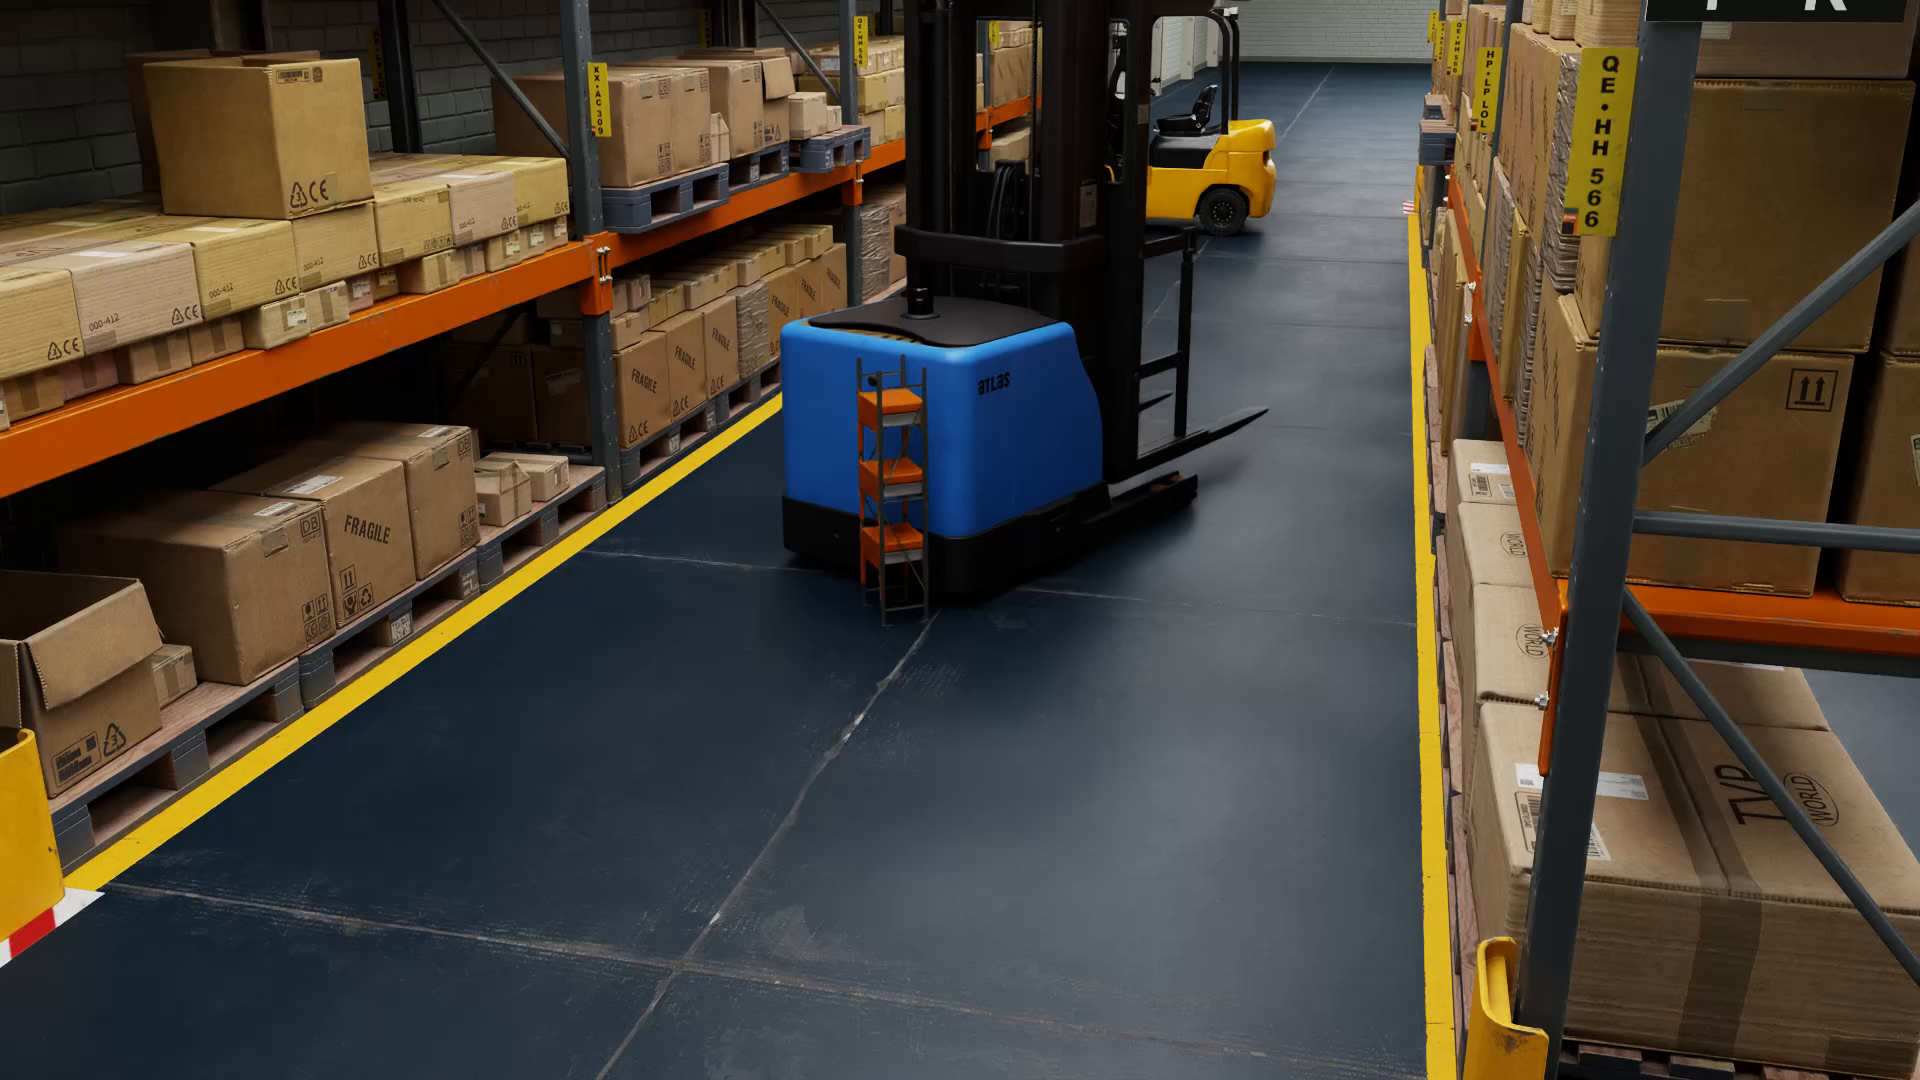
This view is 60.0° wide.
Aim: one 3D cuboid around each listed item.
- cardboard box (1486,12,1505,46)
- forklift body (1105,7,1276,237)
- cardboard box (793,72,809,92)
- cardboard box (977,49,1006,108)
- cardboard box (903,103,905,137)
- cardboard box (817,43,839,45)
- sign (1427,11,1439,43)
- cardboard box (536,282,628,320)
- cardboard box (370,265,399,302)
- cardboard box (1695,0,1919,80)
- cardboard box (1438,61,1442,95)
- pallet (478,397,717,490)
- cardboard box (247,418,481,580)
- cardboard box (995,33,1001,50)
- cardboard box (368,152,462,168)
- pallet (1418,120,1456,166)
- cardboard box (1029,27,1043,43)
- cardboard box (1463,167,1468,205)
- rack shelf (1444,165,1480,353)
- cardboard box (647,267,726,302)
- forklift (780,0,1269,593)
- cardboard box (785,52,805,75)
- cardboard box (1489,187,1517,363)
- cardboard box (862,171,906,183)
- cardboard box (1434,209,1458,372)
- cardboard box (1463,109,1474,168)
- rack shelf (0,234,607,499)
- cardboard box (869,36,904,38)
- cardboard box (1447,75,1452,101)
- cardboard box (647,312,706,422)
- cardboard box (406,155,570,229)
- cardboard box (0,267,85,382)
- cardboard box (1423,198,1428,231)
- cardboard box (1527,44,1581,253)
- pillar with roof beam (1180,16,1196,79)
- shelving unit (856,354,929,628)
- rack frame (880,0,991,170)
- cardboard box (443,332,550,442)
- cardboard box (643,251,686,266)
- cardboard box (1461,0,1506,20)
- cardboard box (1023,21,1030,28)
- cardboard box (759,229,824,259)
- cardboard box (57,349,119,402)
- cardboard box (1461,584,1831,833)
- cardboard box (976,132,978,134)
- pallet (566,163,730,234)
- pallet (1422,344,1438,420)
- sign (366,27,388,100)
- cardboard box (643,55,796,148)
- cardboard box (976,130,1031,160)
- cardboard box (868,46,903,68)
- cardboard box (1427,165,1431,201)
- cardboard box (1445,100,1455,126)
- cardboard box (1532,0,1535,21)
[{"bbox_3d":[2.764,-2.250,7.933,0.500,0.500,0.500,5,20,15],"label":"cardboard box"},{"bbox_3d":[2.060,-4.261,16.836,2.313,2.155,1.214,5,19,13],"label":"forklift body"},{"bbox_3d":[-1.360,-3.222,11.940,0.500,0.250,0.500,5,20,15],"label":"cardboard box"},{"bbox_3d":[0.139,-4.314,15.521,0.500,0.500,0.500,4,19,12],"label":"cardboard box"},{"bbox_3d":[-0.608,-3.262,12.830,0.500,0.250,0.500,4,19,12],"label":"cardboard box"},{"bbox_3d":[-0.961,-3.849,13.158,0.380,0.149,0.250,5,20,15],"label":"cardboard box"},{"bbox_3d":[5.042,-5.463,17.702,0.100,0.325,0.005,5,19,13],"label":"sign"},{"bbox_3d":[-1.891,-1.200,8.314,0.380,0.149,0.250,4,19,12],"label":"cardboard box"},{"bbox_3d":[-2.390,-1.000,6.365,0.380,0.149,0.250,5,19,14],"label":"cardboard box"},{"bbox_3d":[1.553,-0.952,3.128,0.380,0.149,0.250,5,19,14],"label":"cardboard box"},{"bbox_3d":[4.578,-4.266,14.921,0.500,0.500,0.500,5,20,15],"label":"cardboard box"},{"bbox_3d":[-2.016,-0.579,9.055,1.003,0.211,1.213,5,19,13],"label":"pallet"},{"bbox_3d":[-2.413,-0.177,6.782,0.700,0.500,0.500,4,19,11],"label":"cardboard box"},{"bbox_3d":[0.172,-4.663,15.539,0.380,0.149,0.250,5,20,15],"label":"cardboard box"},{"bbox_3d":[-2.560,-1.576,7.434,0.500,0.250,0.500,4,19,13],"label":"cardboard box"},{"bbox_3d":[3.685,-2.644,11.085,1.213,0.211,1.003,5,19,13],"label":"pallet"},{"bbox_3d":[0.652,-5.221,17.174,0.380,0.149,0.250,5,19,14],"label":"cardboard box"},{"bbox_3d":[3.008,-1.972,9.054,0.500,0.250,0.500,5,20,15],"label":"cardboard box"},{"bbox_3d":[3.125,-1.536,8.657,1.077,0.370,4.000,5,19,13],"label":"rack shelf"},{"bbox_3d":[-1.574,-1.469,9.561,0.380,0.149,0.250,5,20,15],"label":"cardboard box"},{"bbox_3d":[0.511,-1.577,7.770,1.130,2.935,3.031,14,23,35],"label":"forklift"},{"bbox_3d":[-1.317,-3.366,11.744,0.380,0.149,0.250,5,20,15],"label":"cardboard box"},{"bbox_3d":[2.013,-0.858,5.403,0.500,0.500,0.500,5,19,14],"label":"cardboard box"},{"bbox_3d":[-0.537,-2.816,14.315,0.875,0.625,0.625,4,19,13],"label":"cardboard box"},{"bbox_3d":[3.365,-1.487,10.037,0.875,0.875,0.875,4,19,13],"label":"cardboard box"},{"bbox_3d":[2.853,-2.054,8.520,0.500,0.250,0.500,5,19,14],"label":"cardboard box"},{"bbox_3d":[-2.666,-0.673,6.130,1.077,0.370,4.000,5,19,13],"label":"rack shelf"},{"bbox_3d":[-0.633,-4.329,14.563,0.380,0.149,0.250,4,19,12],"label":"cardboard box"},{"bbox_3d":[3.571,-3.217,11.202,0.500,0.500,0.500,4,19,13],"label":"cardboard box"},{"bbox_3d":[-1.721,-0.958,9.068,0.500,0.500,0.500,4,19,13],"label":"cardboard box"},{"bbox_3d":[-2.065,-1.531,7.302,0.500,0.250,0.500,5,20,15],"label":"cardboard box"},{"bbox_3d":[-2.783,-0.577,4.509,0.500,0.250,0.500,5,19,14],"label":"cardboard box"},{"bbox_3d":[4.595,-3.029,15.518,0.500,0.250,0.500,4,19,12],"label":"cardboard box"},{"bbox_3d":[1.769,-1.007,4.294,0.500,0.500,0.500,5,19,13],"label":"cardboard box"},{"bbox_3d":[9.749,-15.276,38.489,9.100,9.000,0.400,5,19,13],"label":"pillar with roof beam"},{"bbox_3d":[-0.267,-0.194,6.631,0.215,1.050,0.252,-7,20,-20],"label":"shelving unit"},{"bbox_3d":[-0.223,-4.148,15.191,1.000,3.000,0.127,5,19,13],"label":"rack frame"},{"bbox_3d":[-2.344,-0.833,8.704,0.500,0.500,0.500,5,19,13],"label":"cardboard box"},{"bbox_3d":[-1.894,-1.668,10.146,0.380,0.149,0.250,5,19,14],"label":"cardboard box"},{"bbox_3d":[3.740,-3.732,11.705,0.380,0.149,0.250,4,19,11],"label":"cardboard box"},{"bbox_3d":[0.502,-5.286,16.906,0.380,0.149,0.250,5,19,14],"label":"cardboard box"},{"bbox_3d":[-1.112,-1.954,10.982,0.380,0.149,0.250,4,19,11],"label":"cardboard box"},{"bbox_3d":[-2.761,-0.518,4.951,0.380,0.149,0.250,4,19,13],"label":"cardboard box"},{"bbox_3d":[1.939,0.516,4.851,0.875,0.438,0.875,5,20,15],"label":"cardboard box"},{"bbox_3d":[-0.044,-4.006,16.831,0.500,0.250,0.500,5,19,14],"label":"cardboard box"},{"bbox_3d":[-1.876,-1.791,8.588,1.003,0.211,1.213,5,19,13],"label":"pallet"},{"bbox_3d":[3.348,-0.943,10.120,1.003,0.211,1.213,5,19,13],"label":"pallet"},{"bbox_3d":[-2.717,-2.231,7.787,0.100,0.325,0.005,5,19,13],"label":"sign"},{"bbox_3d":[-1.420,-2.615,9.895,0.797,0.503,0.637,4,19,12],"label":"cardboard box"},{"bbox_3d":[0.445,-3.962,16.703,0.500,0.250,0.500,5,20,15],"label":"cardboard box"},{"bbox_3d":[-0.651,-3.655,12.591,0.380,0.149,0.250,5,19,14],"label":"cardboard box"},{"bbox_3d":[4.598,-3.376,15.374,0.500,0.500,0.500,5,19,14],"label":"cardboard box"},{"bbox_3d":[3.479,-2.877,11.208,0.380,0.149,0.250,4,19,13],"label":"cardboard box"},{"bbox_3d":[2.261,-1.917,5.954,0.380,0.149,0.250,5,19,14],"label":"cardboard box"}]
